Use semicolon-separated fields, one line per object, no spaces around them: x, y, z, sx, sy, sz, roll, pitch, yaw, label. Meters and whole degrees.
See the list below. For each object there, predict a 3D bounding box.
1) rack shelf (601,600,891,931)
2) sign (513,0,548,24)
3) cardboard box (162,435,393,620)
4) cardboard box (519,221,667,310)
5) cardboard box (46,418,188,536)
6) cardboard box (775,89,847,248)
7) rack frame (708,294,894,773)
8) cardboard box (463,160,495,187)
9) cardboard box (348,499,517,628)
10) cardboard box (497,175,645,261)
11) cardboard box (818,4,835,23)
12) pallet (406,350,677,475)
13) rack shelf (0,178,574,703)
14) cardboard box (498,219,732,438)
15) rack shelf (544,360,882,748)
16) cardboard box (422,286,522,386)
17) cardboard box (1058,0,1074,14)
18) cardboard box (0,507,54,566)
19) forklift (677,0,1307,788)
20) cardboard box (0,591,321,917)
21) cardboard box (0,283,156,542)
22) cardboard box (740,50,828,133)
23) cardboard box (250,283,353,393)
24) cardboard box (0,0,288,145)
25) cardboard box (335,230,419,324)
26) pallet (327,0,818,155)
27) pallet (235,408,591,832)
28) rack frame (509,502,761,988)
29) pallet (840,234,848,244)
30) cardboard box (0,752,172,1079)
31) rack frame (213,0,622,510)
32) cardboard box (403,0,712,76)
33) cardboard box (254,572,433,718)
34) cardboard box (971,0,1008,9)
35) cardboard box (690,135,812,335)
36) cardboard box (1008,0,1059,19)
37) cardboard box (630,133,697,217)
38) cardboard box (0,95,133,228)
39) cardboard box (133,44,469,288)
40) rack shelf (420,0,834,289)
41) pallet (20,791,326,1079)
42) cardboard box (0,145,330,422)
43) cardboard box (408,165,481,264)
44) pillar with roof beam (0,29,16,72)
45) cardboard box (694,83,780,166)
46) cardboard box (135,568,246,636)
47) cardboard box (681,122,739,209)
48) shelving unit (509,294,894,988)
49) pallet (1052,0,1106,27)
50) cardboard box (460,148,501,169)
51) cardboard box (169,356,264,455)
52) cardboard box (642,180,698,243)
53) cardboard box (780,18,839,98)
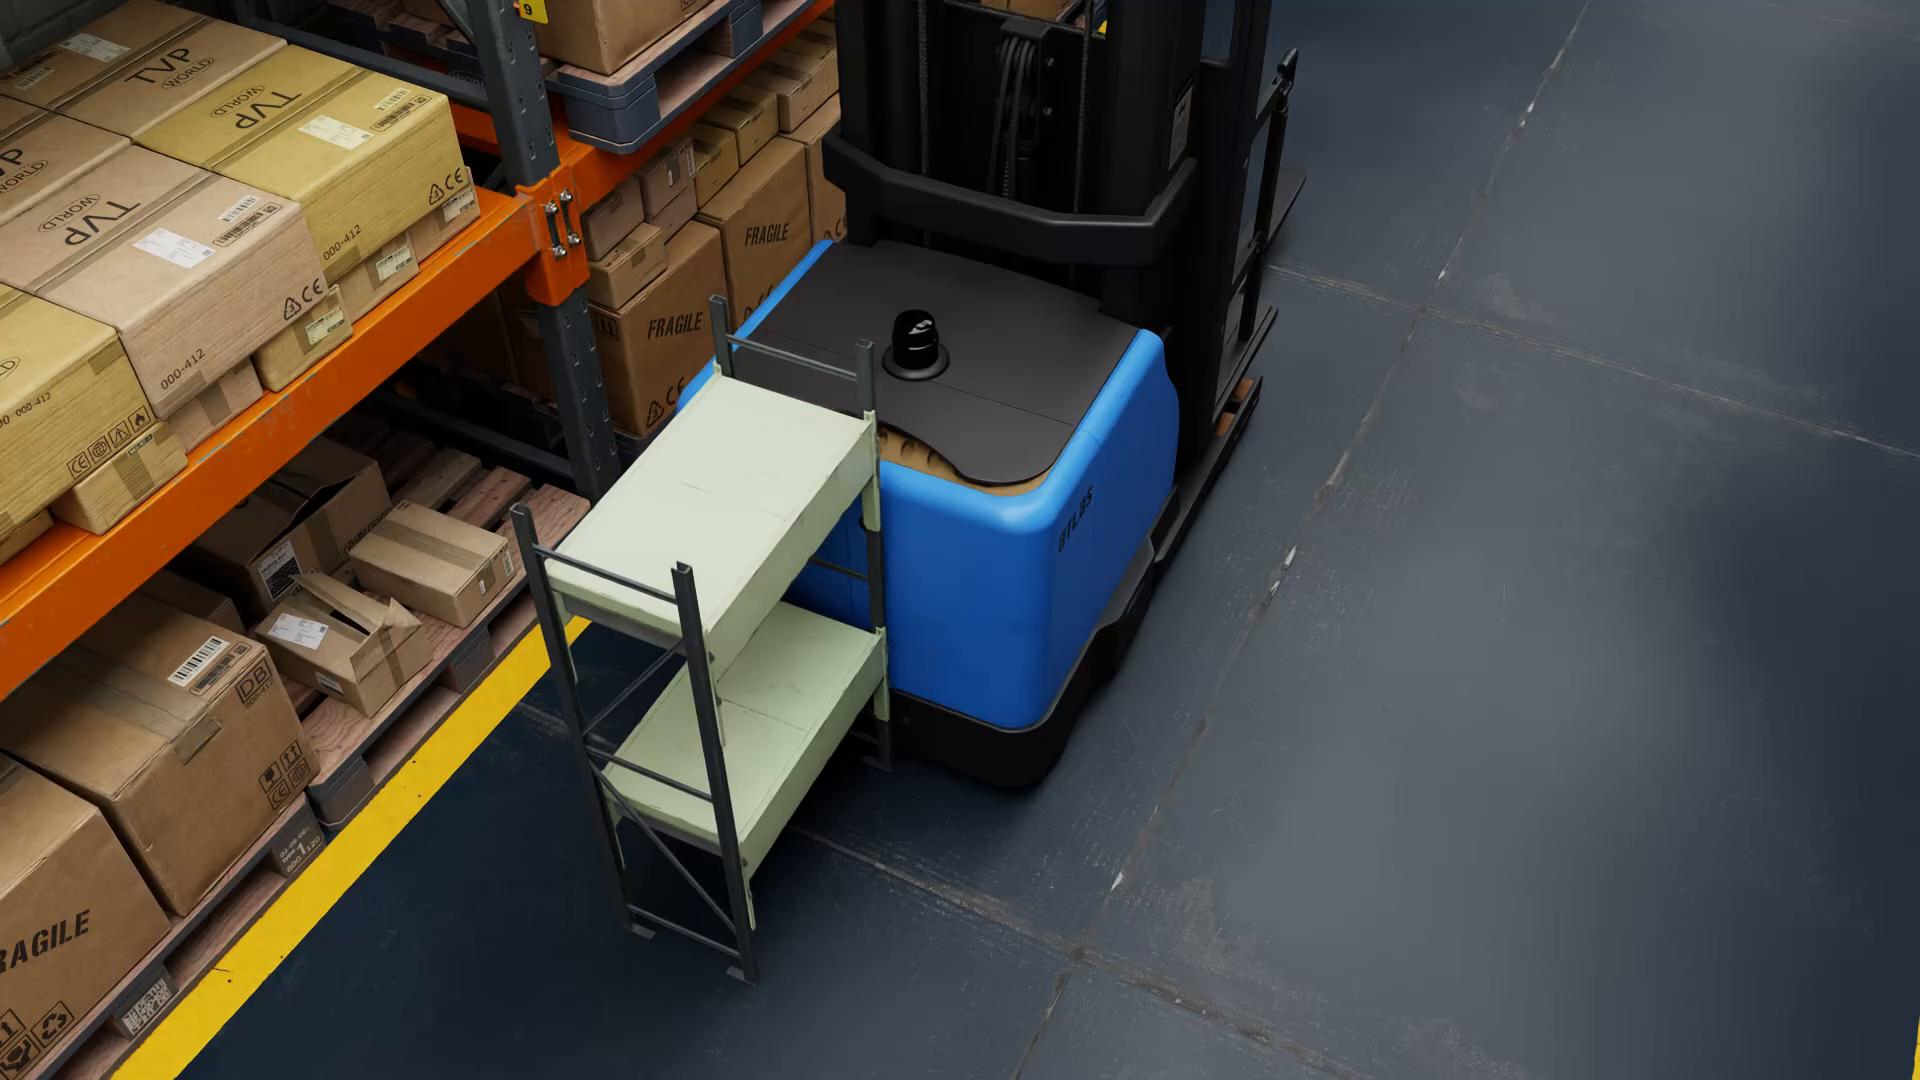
-0.526;0.515;4.144;0.431;0.370;0.720;19;48;18;rack shelf
-1.032;-1.367;3.883;0.100;0.325;0.005;20;49;19;sign
-2.033;-0.101;4.836;0.500;0.311;0.500;22;49;20;cardboard box
-1.114;-0.872;5.009;0.380;0.149;0.250;23;50;21;cardboard box
-1.881;-0.195;3.510;0.380;0.149;0.250;20;49;18;cardboard box
-0.619;-1.388;5.975;0.500;0.500;0.500;19;48;18;cardboard box
-0.370;0.051;4.145;0.400;1.500;0.023;19;48;18;rack frame
-1.601;-1.061;5.196;0.380;0.149;0.250;19;48;18;cardboard box
-1.515;0.065;4.786;0.380;0.149;0.250;19;48;18;cardboard box
-1.168;-0.997;4.923;0.380;0.149;0.250;20;49;18;cardboard box
-0.464;-1.895;6.020;0.380;0.149;0.250;21;49;19;cardboard box
-1.172;-0.782;5.874;1.003;0.211;1.213;20;49;19;pallet
-2.445;0.276;3.374;1.077;0.370;4.000;20;49;19;rack shelf
-1.093;-0.736;5.331;0.500;0.500;0.500;22;49;21;cardboard box
-0.526;0.012;3.635;0.431;0.370;0.720;19;48;18;rack shelf
-1.551;-0.913;5.506;0.500;0.500;0.500;20;49;19;cardboard box
0.334;-2.689;7.260;0.500;0.500;0.500;22;49;20;cardboard box
-2.100;-0.069;3.386;0.380;0.149;0.250;21;49;20;cardboard box
0.367;-1.418;4.591;1.130;2.935;3.031;19;48;17;forklift
-2.092;0.480;4.129;0.700;0.500;0.500;19;48;18;cardboard box
-1.999;-0.257;3.292;0.500;0.250;0.500;20;49;19;cardboard box
-0.681;-1.560;5.689;0.380;0.149;0.250;20;49;19;cardboard box
-1.642;-0.522;3.833;0.380;0.149;0.250;22;49;20;cardboard box
-1.986;-1.066;4.091;0.500;0.250;0.500;20;49;19;cardboard box
-1.542;-0.693;4.003;0.380;0.149;0.250;22;49;20;cardboard box
-1.049;-1.637;4.894;1.003;0.211;1.213;20;49;19;pallet
-1.836;0.176;4.928;1.003;0.211;1.213;20;49;19;pallet
-0.683;0.522;3.680;0.400;1.500;0.023;19;48;18;rack frame
-0.607;-1.553;6.637;1.003;0.211;1.213;20;49;19;pallet
-2.240;0.834;3.779;0.500;0.500;0.500;21;49;20;cardboard box
-1.516;-1.237;4.364;1.000;3.000;0.127;20;49;19;rack frame
-1.094;-1.651;4.407;0.700;0.500;0.500;22;49;20;cardboard box
-1.681;0.249;4.522;0.396;0.266;0.258;22;49;20;cardboard box
-0.148;-2.046;6.625;0.500;0.500;0.500;22;49;21;cardboard box
-0.854;-1.075;5.666;0.500;0.500;0.500;20;49;19;cardboard box
0.093;-2.377;6.952;0.500;0.500;0.500;20;49;18;cardboard box
-1.036;-1.156;5.081;0.380;0.149;0.250;18;48;17;cardboard box
-2.212;-0.748;3.776;0.500;0.250;0.500;20;49;19;cardboard box
-1.537;-0.888;3.915;0.500;0.250;0.500;22;49;20;cardboard box
-0.588;-2.244;5.865;1.077;0.370;4.000;20;49;19;rack shelf
-2.401;0.947;4.166;1.003;0.211;1.213;20;49;19;pallet
-1.756;-0.567;3.598;0.500;0.250;0.500;21;49;19;cardboard box
-1.441;-0.864;4.172;0.380;0.149;0.250;21;49;20;cardboard box
1.175;-1.783;0.686;9.100;9.000;0.400;20;49;19;pillar with roof beam
-0.830;-1.415;5.545;0.380;0.149;0.250;20;49;18;cardboard box
-2.234;0.229;4.624;0.380;0.149;0.250;20;49;19;cardboard box
-0.945;-1.238;5.370;0.380;0.149;0.250;18;48;17;cardboard box
-0.526;0.286;3.912;0.431;1.500;0.755;19;48;18;shelving unit
-0.040;-2.319;7.393;1.003;0.211;1.213;20;49;19;pallet
-1.484;-1.229;5.361;0.380;0.149;0.250;20;49;19;cardboard box
-1.787;-0.365;3.679;0.380;0.149;0.250;22;49;20;cardboard box
-1.054;-1.072;5.207;0.380;0.149;0.250;19;48;18;cardboard box
-0.564;-1.715;5.843;0.380;0.149;0.250;22;49;20;cardboard box
